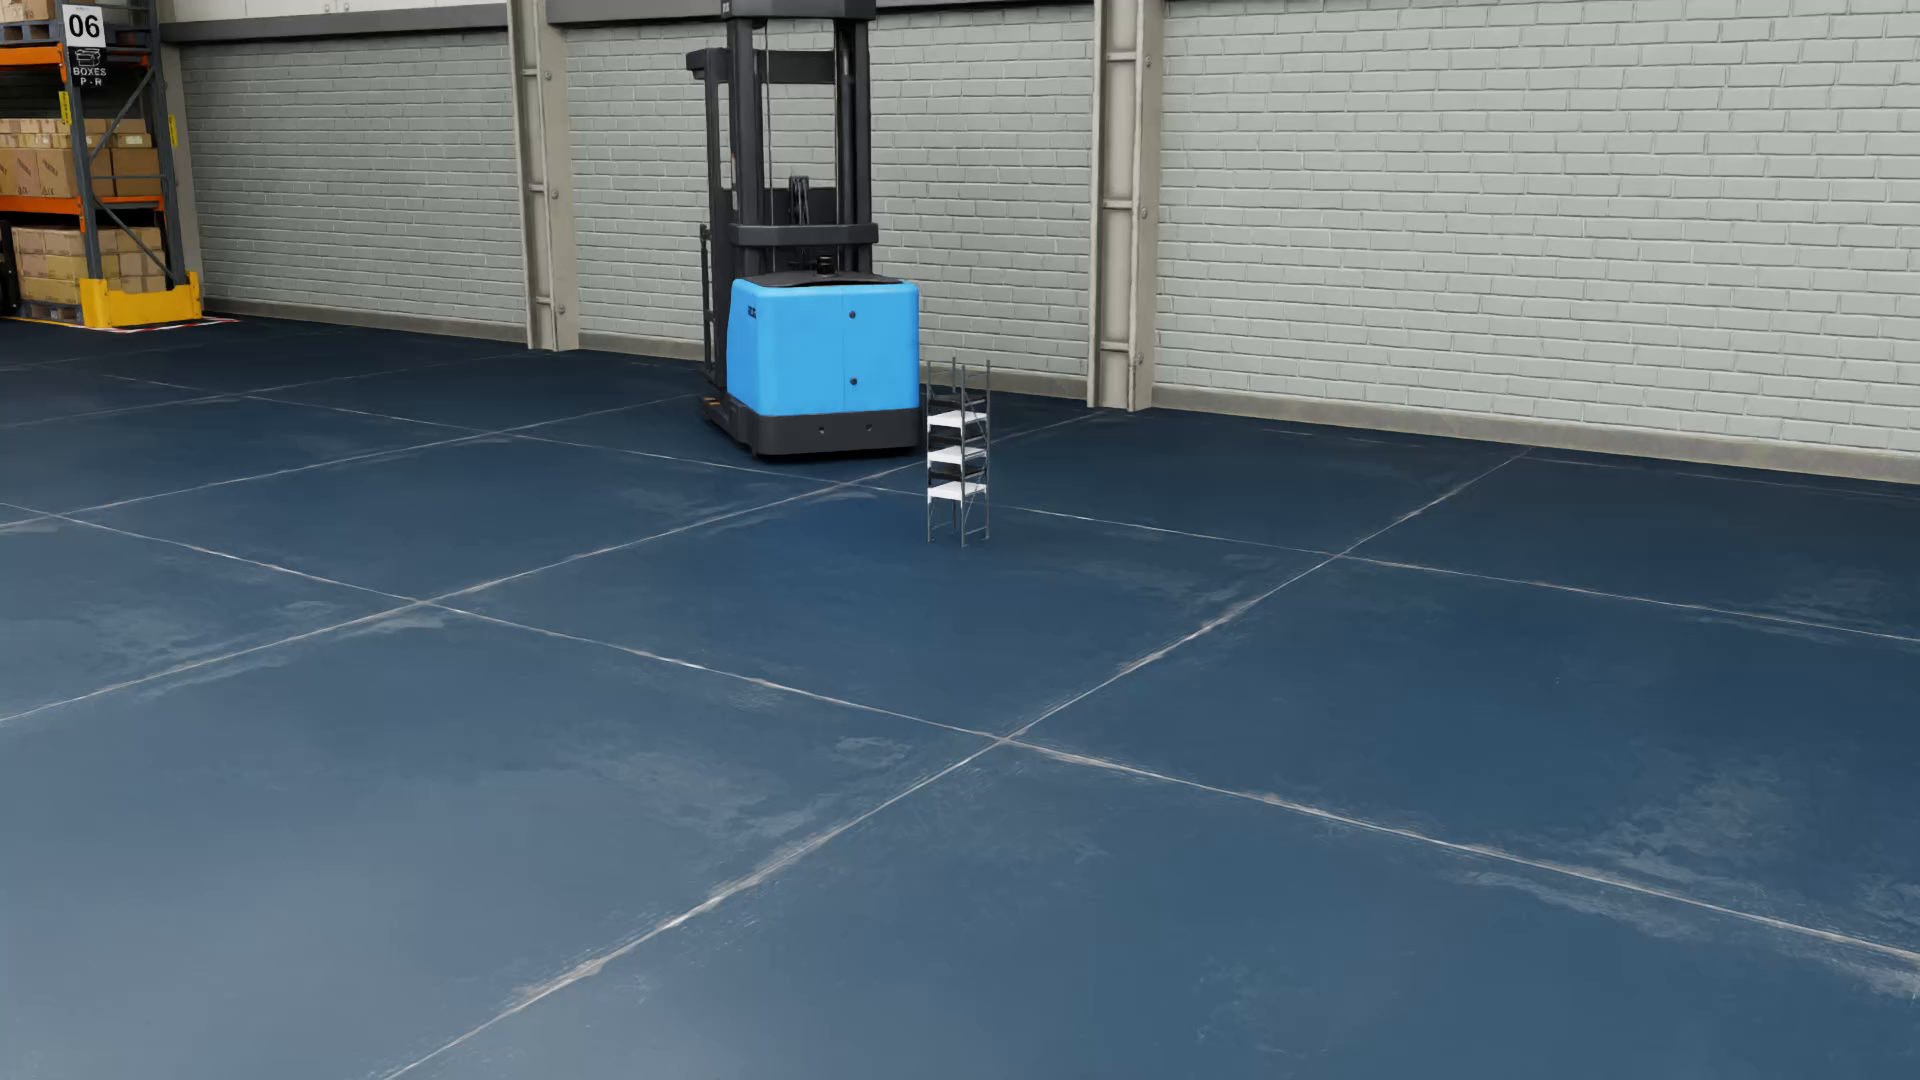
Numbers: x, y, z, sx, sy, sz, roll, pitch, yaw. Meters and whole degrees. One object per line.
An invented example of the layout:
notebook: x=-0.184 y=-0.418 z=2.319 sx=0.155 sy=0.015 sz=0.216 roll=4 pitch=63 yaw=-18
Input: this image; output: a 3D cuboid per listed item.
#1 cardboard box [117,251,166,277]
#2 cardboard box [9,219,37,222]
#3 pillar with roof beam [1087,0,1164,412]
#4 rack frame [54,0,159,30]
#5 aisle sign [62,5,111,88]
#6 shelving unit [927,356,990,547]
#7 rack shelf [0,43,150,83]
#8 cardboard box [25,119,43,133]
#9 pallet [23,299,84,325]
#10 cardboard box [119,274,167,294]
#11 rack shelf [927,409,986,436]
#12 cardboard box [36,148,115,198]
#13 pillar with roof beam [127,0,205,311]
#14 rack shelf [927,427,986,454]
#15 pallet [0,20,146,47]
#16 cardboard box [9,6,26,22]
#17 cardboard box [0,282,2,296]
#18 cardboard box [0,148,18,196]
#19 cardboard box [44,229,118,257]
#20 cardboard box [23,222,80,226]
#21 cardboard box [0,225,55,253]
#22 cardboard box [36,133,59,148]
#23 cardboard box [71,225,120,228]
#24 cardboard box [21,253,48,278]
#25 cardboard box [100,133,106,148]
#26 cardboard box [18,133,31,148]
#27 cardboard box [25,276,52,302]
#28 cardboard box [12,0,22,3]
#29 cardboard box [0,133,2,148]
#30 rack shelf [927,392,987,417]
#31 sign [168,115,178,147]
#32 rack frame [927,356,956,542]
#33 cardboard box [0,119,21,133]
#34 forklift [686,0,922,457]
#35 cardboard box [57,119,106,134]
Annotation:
cardboard box: x=-8.973 y=-2.997 z=17.996 sx=0.500 sy=0.250 sz=0.500 roll=10 pitch=17 yaw=34
cardboard box: x=-11.072 y=-3.580 z=19.308 sx=0.500 sy=0.250 sz=0.500 roll=9 pitch=16 yaw=32
pillar with roof beam: x=-1.218 y=-4.498 z=7.768 sx=0.400 sy=9.000 sz=9.100 roll=9 pitch=17 yaw=33
rack frame: x=-8.698 y=-6.693 z=16.634 sx=0.127 sy=3.000 sz=1.000 roll=9 pitch=17 yaw=33
aisle sign: x=-8.808 y=-4.976 z=16.770 sx=0.004 sy=0.787 sz=0.394 roll=9 pitch=17 yaw=33
shelving unit: x=-0.007 y=-0.438 z=8.219 sx=0.210 sy=0.900 sz=0.258 roll=9 pitch=17 yaw=33
rack shelf: x=-10.358 y=-5.156 z=18.164 sx=4.000 sy=0.370 sz=1.077 roll=9 pitch=17 yaw=33
cardboard box: x=-9.567 y=-4.351 z=17.482 sx=0.250 sy=0.149 sz=0.380 roll=10 pitch=17 yaw=34
pallet: x=-9.356 y=-2.522 z=18.070 sx=1.213 sy=0.211 sz=1.003 roll=9 pitch=17 yaw=33
cardboard box: x=-8.997 y=-2.755 z=18.058 sx=0.500 sy=0.250 sz=0.500 roll=9 pitch=17 yaw=33
rack shelf: x=-0.007 y=-0.580 z=8.184 sx=0.200 sy=0.077 sz=0.258 roll=9 pitch=17 yaw=33
cardboard box: x=-9.253 y=-3.843 z=17.398 sx=0.500 sy=0.500 sz=0.500 roll=9 pitch=16 yaw=32
pillar with roof beam: x=-11.176 y=-6.108 z=14.269 sx=0.400 sy=9.000 sz=9.100 roll=9 pitch=17 yaw=33
rack shelf: x=-0.007 y=-0.493 z=8.206 sx=0.200 sy=0.077 sz=0.258 roll=9 pitch=17 yaw=33
pallet: x=-9.271 y=-5.294 z=17.409 sx=1.213 sy=0.211 sz=1.003 roll=9 pitch=17 yaw=33
cardboard box: x=-9.555 y=-5.418 z=17.166 sx=0.250 sy=0.149 sz=0.380 roll=9 pitch=16 yaw=31
cardboard box: x=-10.525 y=-2.853 z=18.453 sx=0.500 sy=0.250 sz=0.500 roll=10 pitch=17 yaw=35
cardboard box: x=-10.104 y=-3.983 z=17.964 sx=0.500 sy=0.500 sz=0.500 roll=9 pitch=16 yaw=32
cardboard box: x=-9.254 y=-3.135 z=17.513 sx=0.500 sy=0.250 sz=0.500 roll=10 pitch=17 yaw=35
cardboard box: x=-10.238 y=-3.443 z=18.758 sx=0.500 sy=0.250 sz=0.500 roll=9 pitch=16 yaw=32
cardboard box: x=-10.106 y=-3.268 z=18.050 sx=0.500 sy=0.250 sz=0.500 roll=9 pitch=17 yaw=34
cardboard box: x=-9.371 y=-4.163 z=17.341 sx=0.250 sy=0.149 sz=0.380 roll=9 pitch=17 yaw=34
cardboard box: x=-9.408 y=-3.304 z=18.195 sx=0.500 sy=0.250 sz=0.500 roll=9 pitch=17 yaw=33
cardboard box: x=-9.687 y=-2.965 z=17.867 sx=0.500 sy=0.250 sz=0.500 roll=9 pitch=17 yaw=32
cardboard box: x=-9.075 y=-4.262 z=17.740 sx=0.250 sy=0.149 sz=0.380 roll=9 pitch=17 yaw=33
cardboard box: x=-9.751 y=-4.246 z=17.675 sx=0.250 sy=0.149 sz=0.380 roll=9 pitch=17 yaw=32
cardboard box: x=-9.672 y=-2.719 z=17.912 sx=0.500 sy=0.250 sz=0.500 roll=9 pitch=17 yaw=33
cardboard box: x=-9.996 y=-5.706 z=17.599 sx=0.500 sy=0.500 sz=0.700 roll=9 pitch=17 yaw=33
cardboard box: x=-10.220 y=-4.302 z=17.902 sx=0.250 sy=0.149 sz=0.380 roll=9 pitch=17 yaw=33
rack shelf: x=-0.007 y=-0.668 z=8.163 sx=0.200 sy=0.077 sz=0.258 roll=9 pitch=17 yaw=33
sign: x=-8.384 y=-4.349 z=17.685 sx=0.005 sy=0.325 sz=0.100 roll=9 pitch=17 yaw=33
rack frame: x=-0.091 y=-0.452 z=8.275 sx=0.006 sy=0.900 sz=0.240 roll=9 pitch=17 yaw=33
cardboard box: x=-10.011 y=-4.412 z=17.728 sx=0.250 sy=0.149 sz=0.380 roll=10 pitch=17 yaw=34
forklift: x=-1.206 y=-2.246 z=11.295 sx=1.130 sy=2.935 sz=3.031 roll=-5 pitch=15 yaw=-19
cardboard box: x=-9.113 y=-4.295 z=17.253 sx=0.250 sy=0.149 sz=0.380 roll=9 pitch=17 yaw=33
